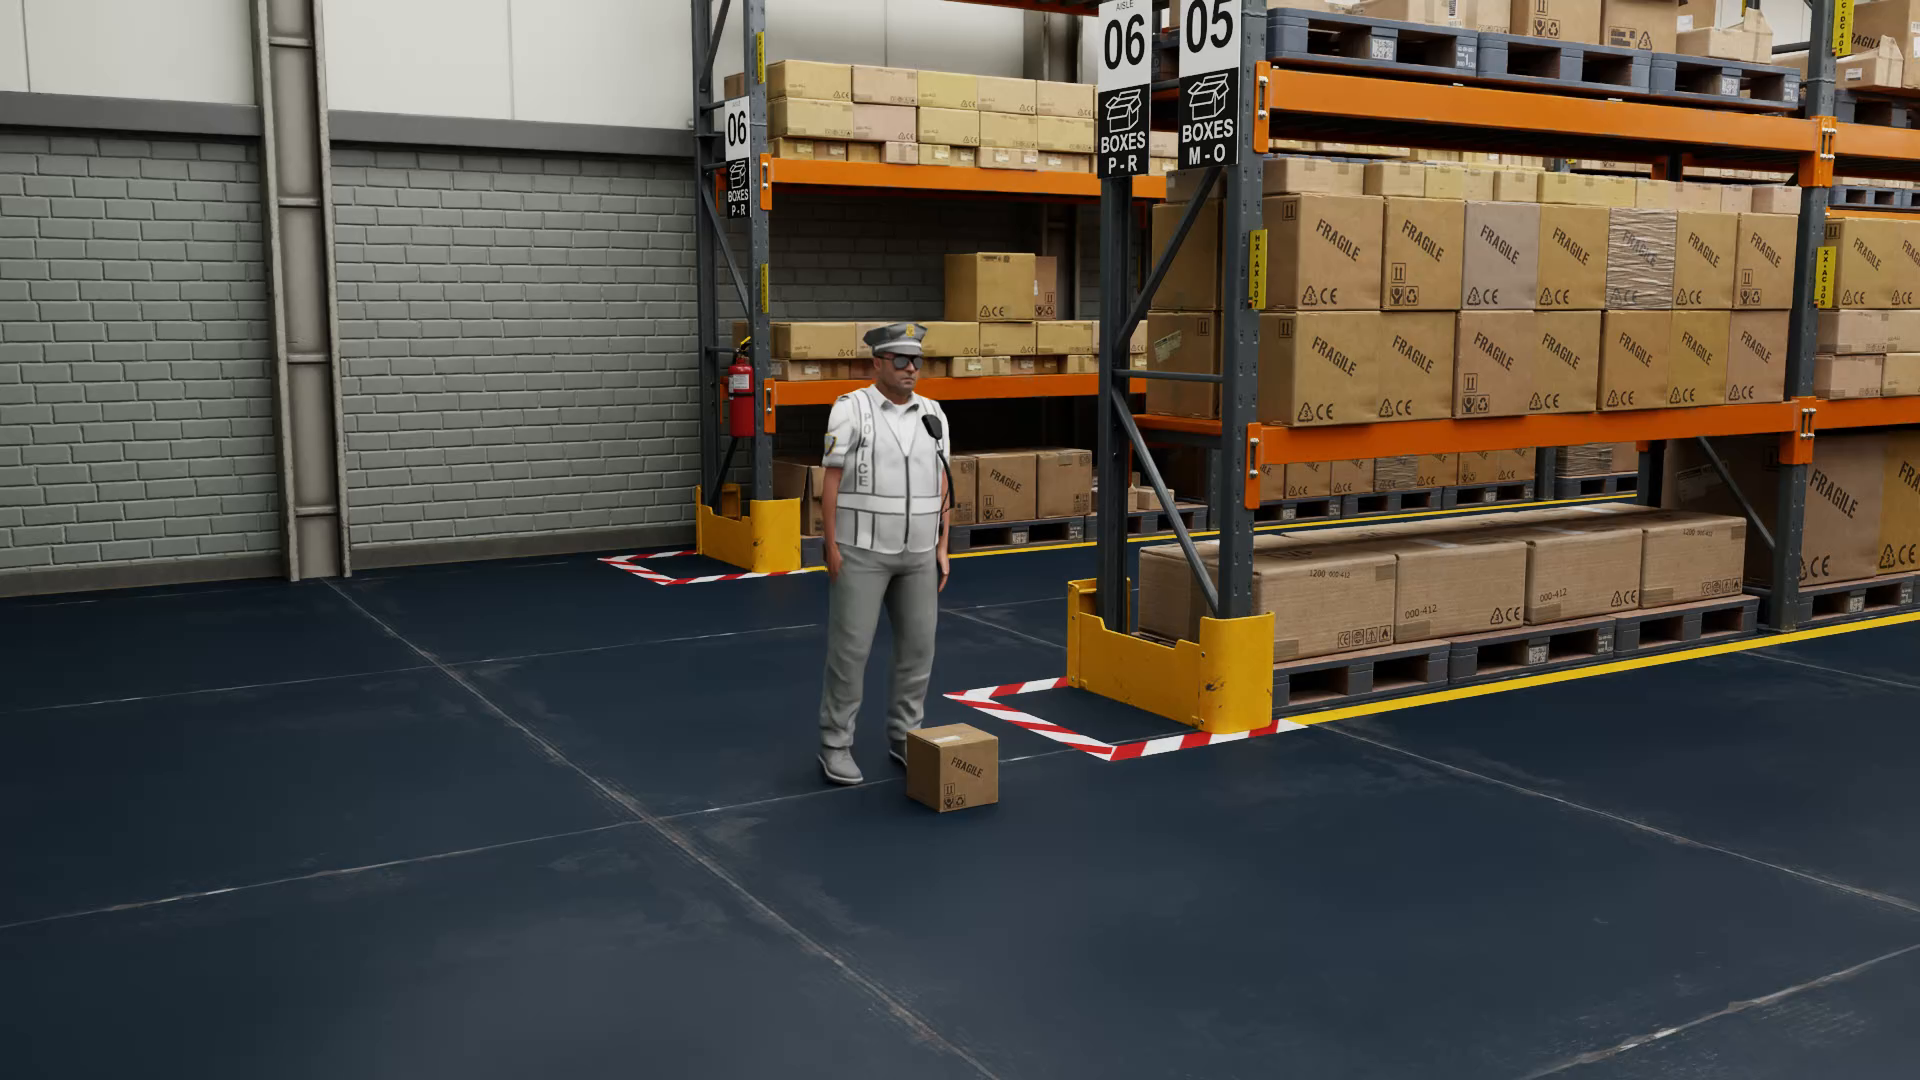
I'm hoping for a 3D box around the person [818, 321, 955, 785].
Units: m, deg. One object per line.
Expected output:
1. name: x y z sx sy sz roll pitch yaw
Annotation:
1. person: -0.284 0.037 6.500 0.585 1.769 0.394 -5 9 -30
